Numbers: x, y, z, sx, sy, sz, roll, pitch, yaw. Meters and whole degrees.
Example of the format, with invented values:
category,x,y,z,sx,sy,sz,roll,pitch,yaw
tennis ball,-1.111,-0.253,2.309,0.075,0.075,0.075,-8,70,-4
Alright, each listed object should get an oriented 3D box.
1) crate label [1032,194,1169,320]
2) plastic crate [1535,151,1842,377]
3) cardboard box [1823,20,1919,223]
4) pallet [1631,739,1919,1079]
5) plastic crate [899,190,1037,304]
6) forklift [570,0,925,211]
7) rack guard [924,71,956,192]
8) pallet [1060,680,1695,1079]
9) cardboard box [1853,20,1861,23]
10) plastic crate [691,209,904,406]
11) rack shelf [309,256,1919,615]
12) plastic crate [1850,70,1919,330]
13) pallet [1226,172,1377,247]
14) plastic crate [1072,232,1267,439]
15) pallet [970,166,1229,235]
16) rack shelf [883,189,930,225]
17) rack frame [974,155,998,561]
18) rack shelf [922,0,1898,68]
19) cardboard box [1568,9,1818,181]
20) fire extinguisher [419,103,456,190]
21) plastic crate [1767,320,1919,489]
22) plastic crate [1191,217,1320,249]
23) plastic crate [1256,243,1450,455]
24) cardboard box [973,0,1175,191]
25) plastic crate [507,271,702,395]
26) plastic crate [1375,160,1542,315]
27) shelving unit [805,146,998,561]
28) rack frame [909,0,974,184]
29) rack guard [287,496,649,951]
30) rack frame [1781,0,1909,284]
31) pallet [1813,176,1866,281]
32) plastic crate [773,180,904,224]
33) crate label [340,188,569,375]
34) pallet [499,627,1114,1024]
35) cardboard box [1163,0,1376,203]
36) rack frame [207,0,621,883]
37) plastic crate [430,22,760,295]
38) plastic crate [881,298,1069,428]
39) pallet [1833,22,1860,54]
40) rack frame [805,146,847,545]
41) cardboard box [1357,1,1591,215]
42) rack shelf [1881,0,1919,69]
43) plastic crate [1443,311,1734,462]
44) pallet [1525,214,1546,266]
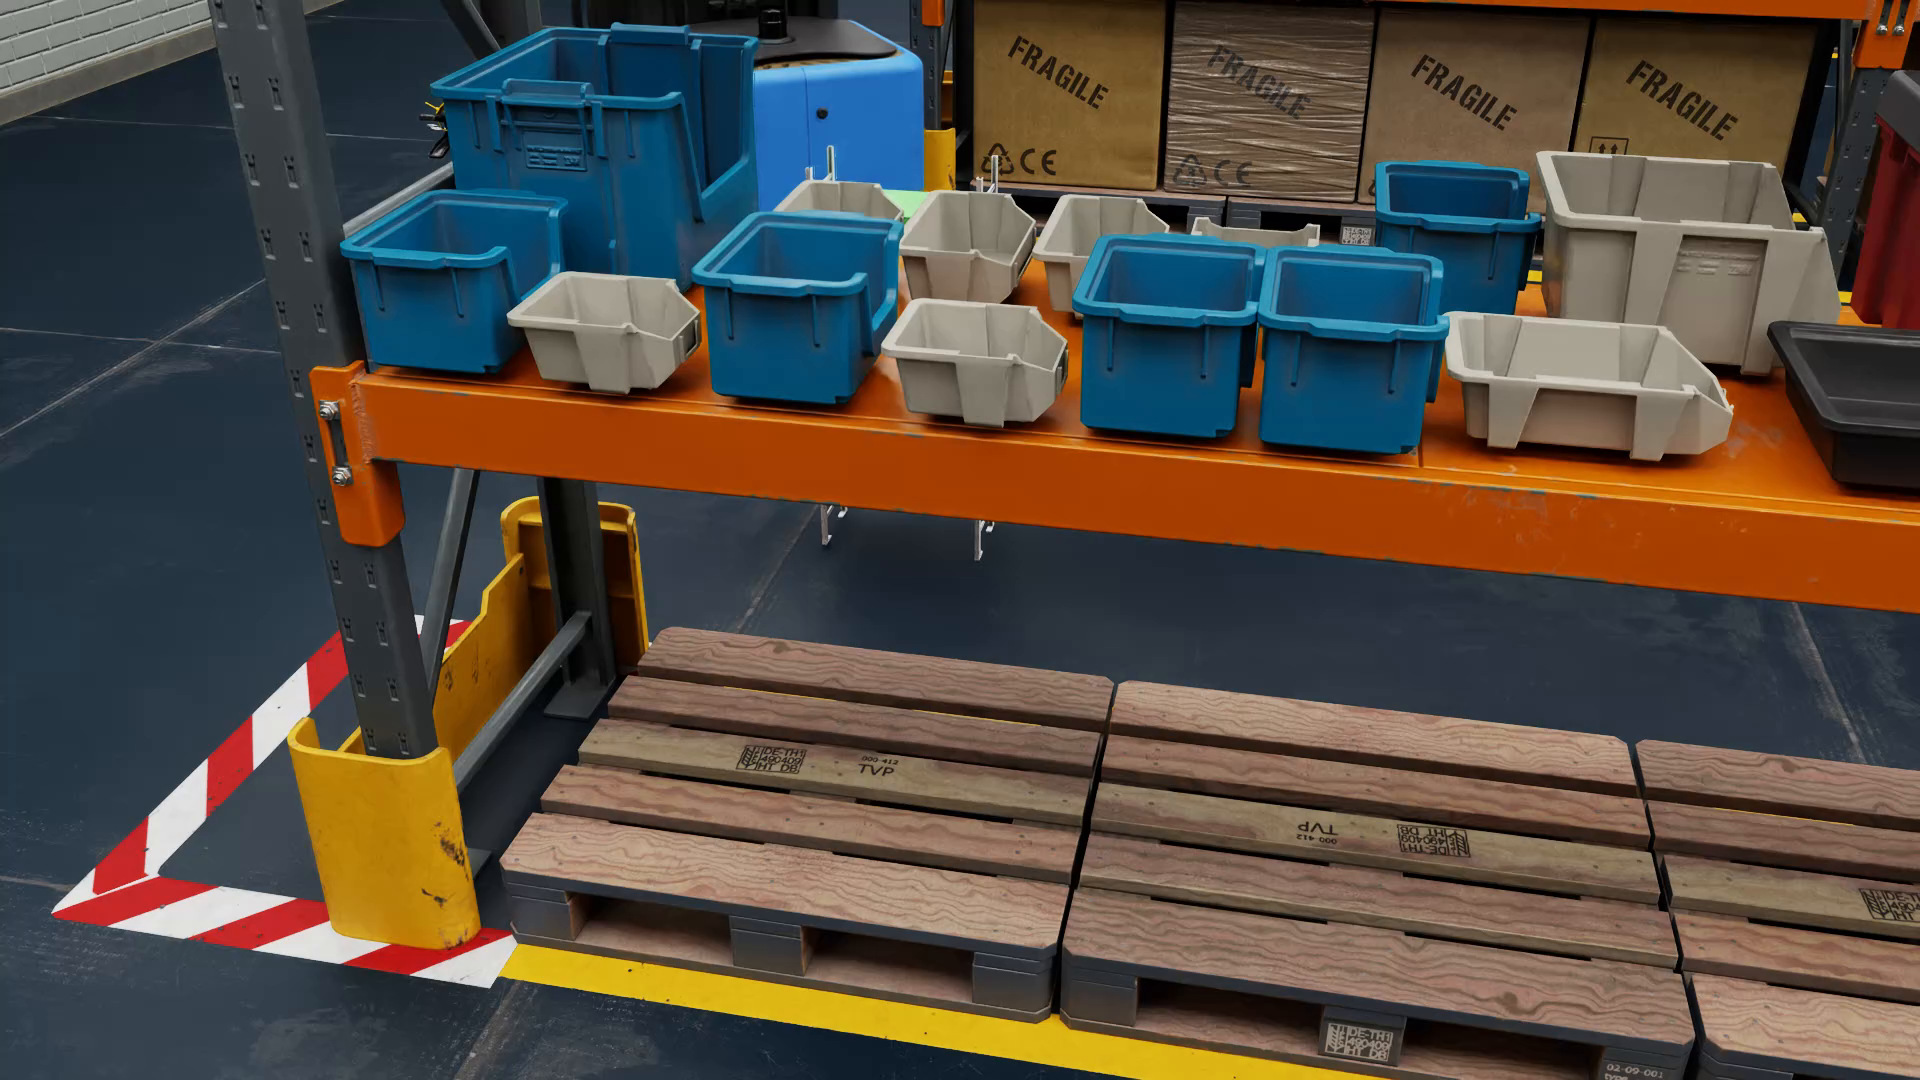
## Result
category,x,y,z,sx,sy,sz,roll,pitch,yaw
crate label,0.295,-0.573,3.385,0.243,0.136,0.396,6,29,11
plastic crate,1.359,-0.524,3.145,0.530,0.282,0.437,6,29,11
cardboard box,4.478,-1.834,7.251,0.875,0.875,1.225,6,29,11
pallet,2.087,0.857,3.464,1.213,0.211,1.003,6,29,11
plastic crate,0.018,-0.590,3.415,0.243,0.136,0.396,6,29,11
forklift,-1.176,-2.772,7.260,1.130,2.935,3.031,-12,31,-20
rack guard,-0.087,-1.944,8.279,0.348,0.500,1.175,6,29,11
pallet,0.890,0.736,3.686,1.213,0.211,1.003,6,29,11
cardboard box,6.168,-3.792,11.219,0.500,0.500,0.500,7,30,13
plastic crate,-0.281,-0.419,3.004,0.300,0.233,0.416,6,29,11
rack shelf,0.858,-0.195,3.232,4.000,0.370,1.077,6,29,11
plastic crate,1.993,-0.572,3.042,0.583,0.464,0.402,6,29,11
pallet,1.924,-1.648,8.040,1.213,0.211,1.003,6,29,11
plastic crate,0.363,-0.353,2.883,0.300,0.233,0.416,6,29,11
pallet,0.735,-1.771,8.265,1.213,0.211,1.003,6,29,11
rack shelf,-0.162,-0.908,4.792,0.480,0.148,0.258,6,29,11
rack frame,0.077,-0.518,4.948,0.015,1.200,0.240,6,29,11
rack shelf,1.892,-2.521,7.481,4.000,0.370,1.077,6,29,11
cardboard box,3.220,-1.992,7.541,0.875,0.875,0.875,6,29,11
fire extinguisher,-1.150,-0.743,3.952,0.183,0.674,0.296,6,29,11
plastic crate,1.663,-0.202,2.720,0.590,0.125,0.437,6,29,11
plastic crate,0.589,-0.552,3.347,0.250,0.136,0.298,6,29,11
plastic crate,0.656,-0.323,2.828,0.300,0.233,0.416,6,29,11
cardboard box,0.579,-2.263,8.035,0.875,0.875,0.875,6,29,11
plastic crate,-0.629,-0.372,3.018,0.298,0.136,0.250,6,29,11
plastic crate,0.964,-0.579,3.296,0.300,0.233,0.416,6,29,11
shelving unit,-0.162,-0.543,4.992,0.503,1.200,0.258,6,29,11
rack frame,-0.063,-3.038,7.675,0.127,3.000,1.000,6,29,11
rack guard,-1.124,0.389,4.020,0.348,0.500,1.175,6,29,11
rack frame,3.848,-2.636,6.942,0.127,3.000,1.000,6,29,11
pallet,4.619,-1.371,7.535,1.213,0.211,1.003,6,29,11
plastic crate,-0.262,-0.625,3.481,0.243,0.136,0.396,6,29,11
crate label,-0.925,-0.485,3.124,0.303,0.233,0.416,6,29,11
pallet,-0.299,0.613,3.911,1.213,0.211,1.003,6,29,11
cardboard box,1.469,-2.172,7.869,0.875,0.875,0.875,6,29,11
rack frame,-1.098,-0.711,3.426,0.127,3.000,1.000,6,29,11
plastic crate,-0.731,-0.807,3.502,0.499,0.435,0.616,6,29,11
plastic crate,0.035,-0.304,2.893,0.298,0.136,0.250,6,29,11
pallet,5.745,-3.655,11.707,1.213,0.211,1.003,6,29,11
rack frame,-0.401,-0.567,5.037,0.015,1.200,0.240,6,29,11
cardboard box,2.339,-2.083,7.706,0.875,0.875,0.875,6,29,11
rack shelf,5.804,-2.120,6.748,4.000,0.370,1.077,6,29,11
plastic crate,1.048,-0.254,2.803,0.466,0.136,0.293,6,29,11
pallet,3.121,-1.526,7.818,1.213,0.211,1.003,6,29,11
